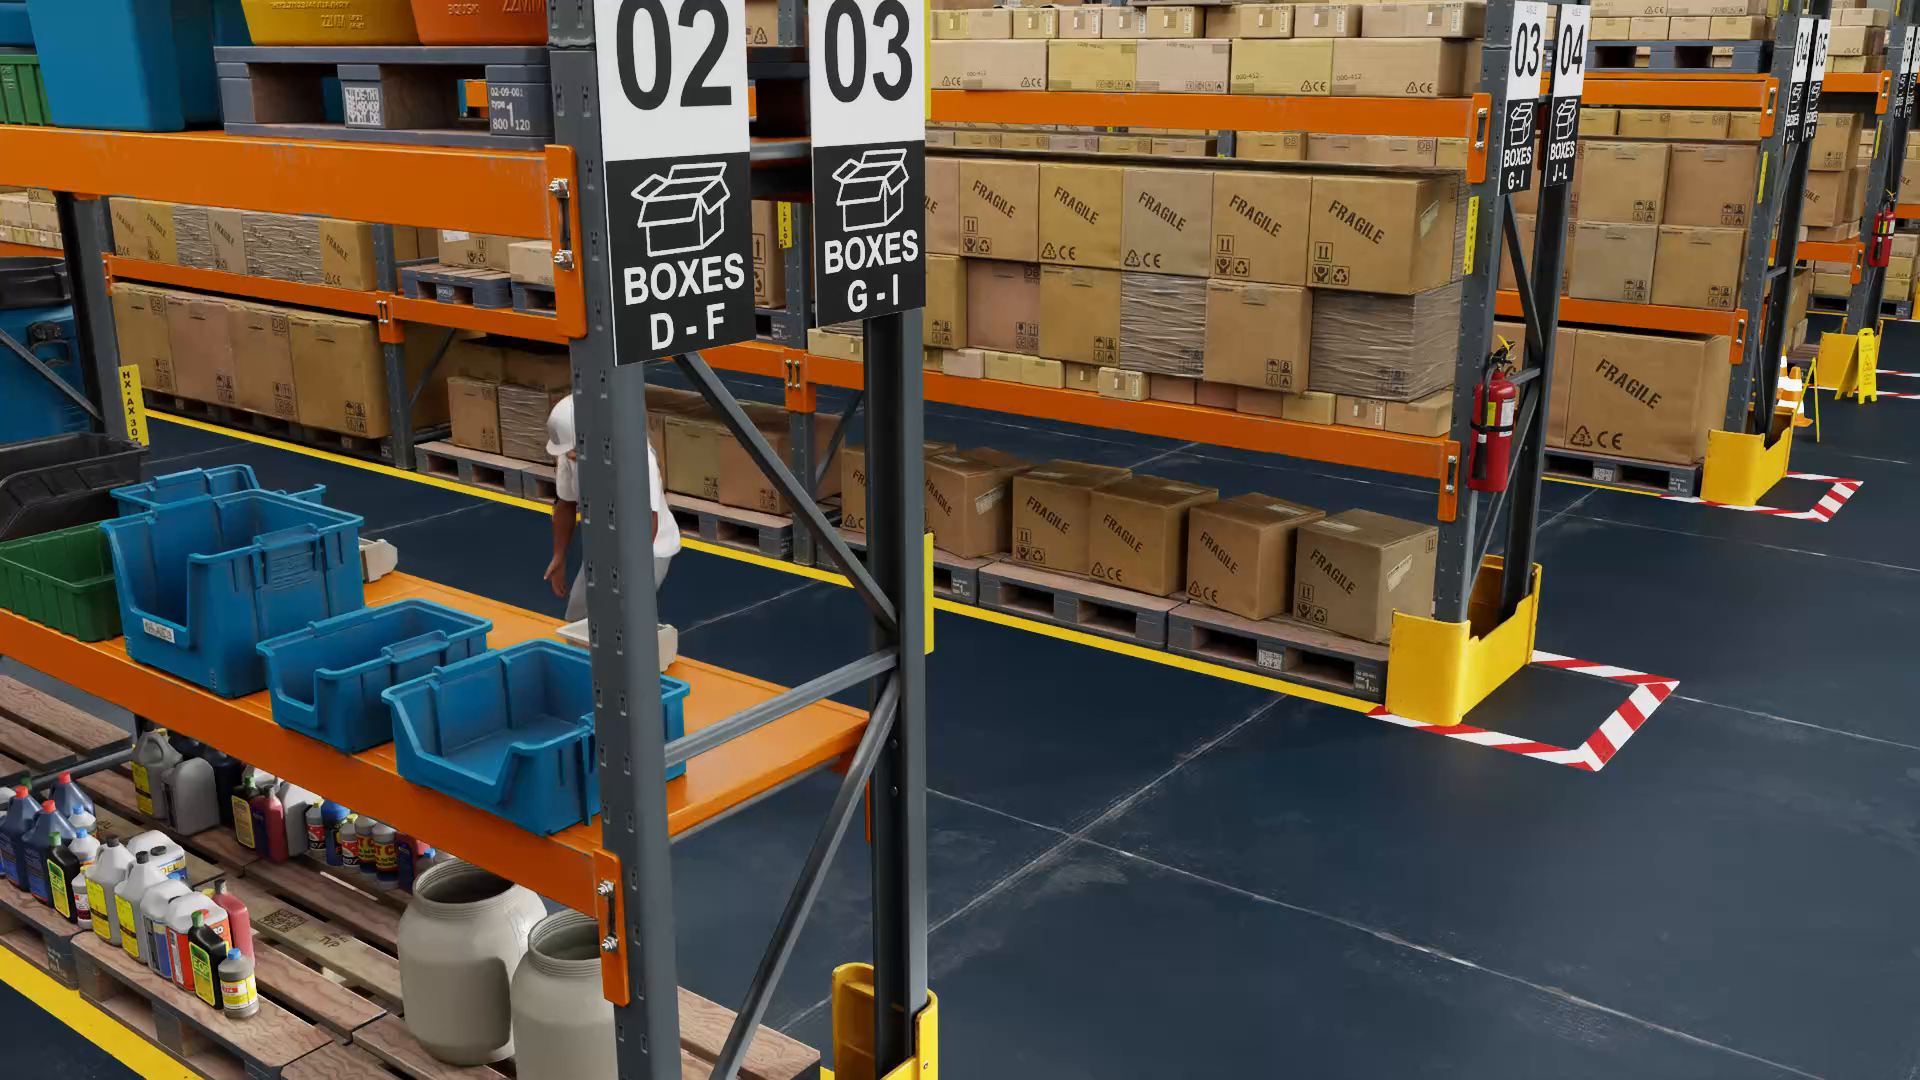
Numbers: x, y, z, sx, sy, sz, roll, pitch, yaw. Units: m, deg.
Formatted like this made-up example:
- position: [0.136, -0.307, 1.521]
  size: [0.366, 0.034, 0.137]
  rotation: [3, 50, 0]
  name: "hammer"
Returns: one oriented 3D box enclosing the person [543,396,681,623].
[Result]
- position: [-1.566, 0.086, 7.557]
  size: [0.622, 1.568, 0.644]
  rotation: [12, 20, 35]
  name: "person"
